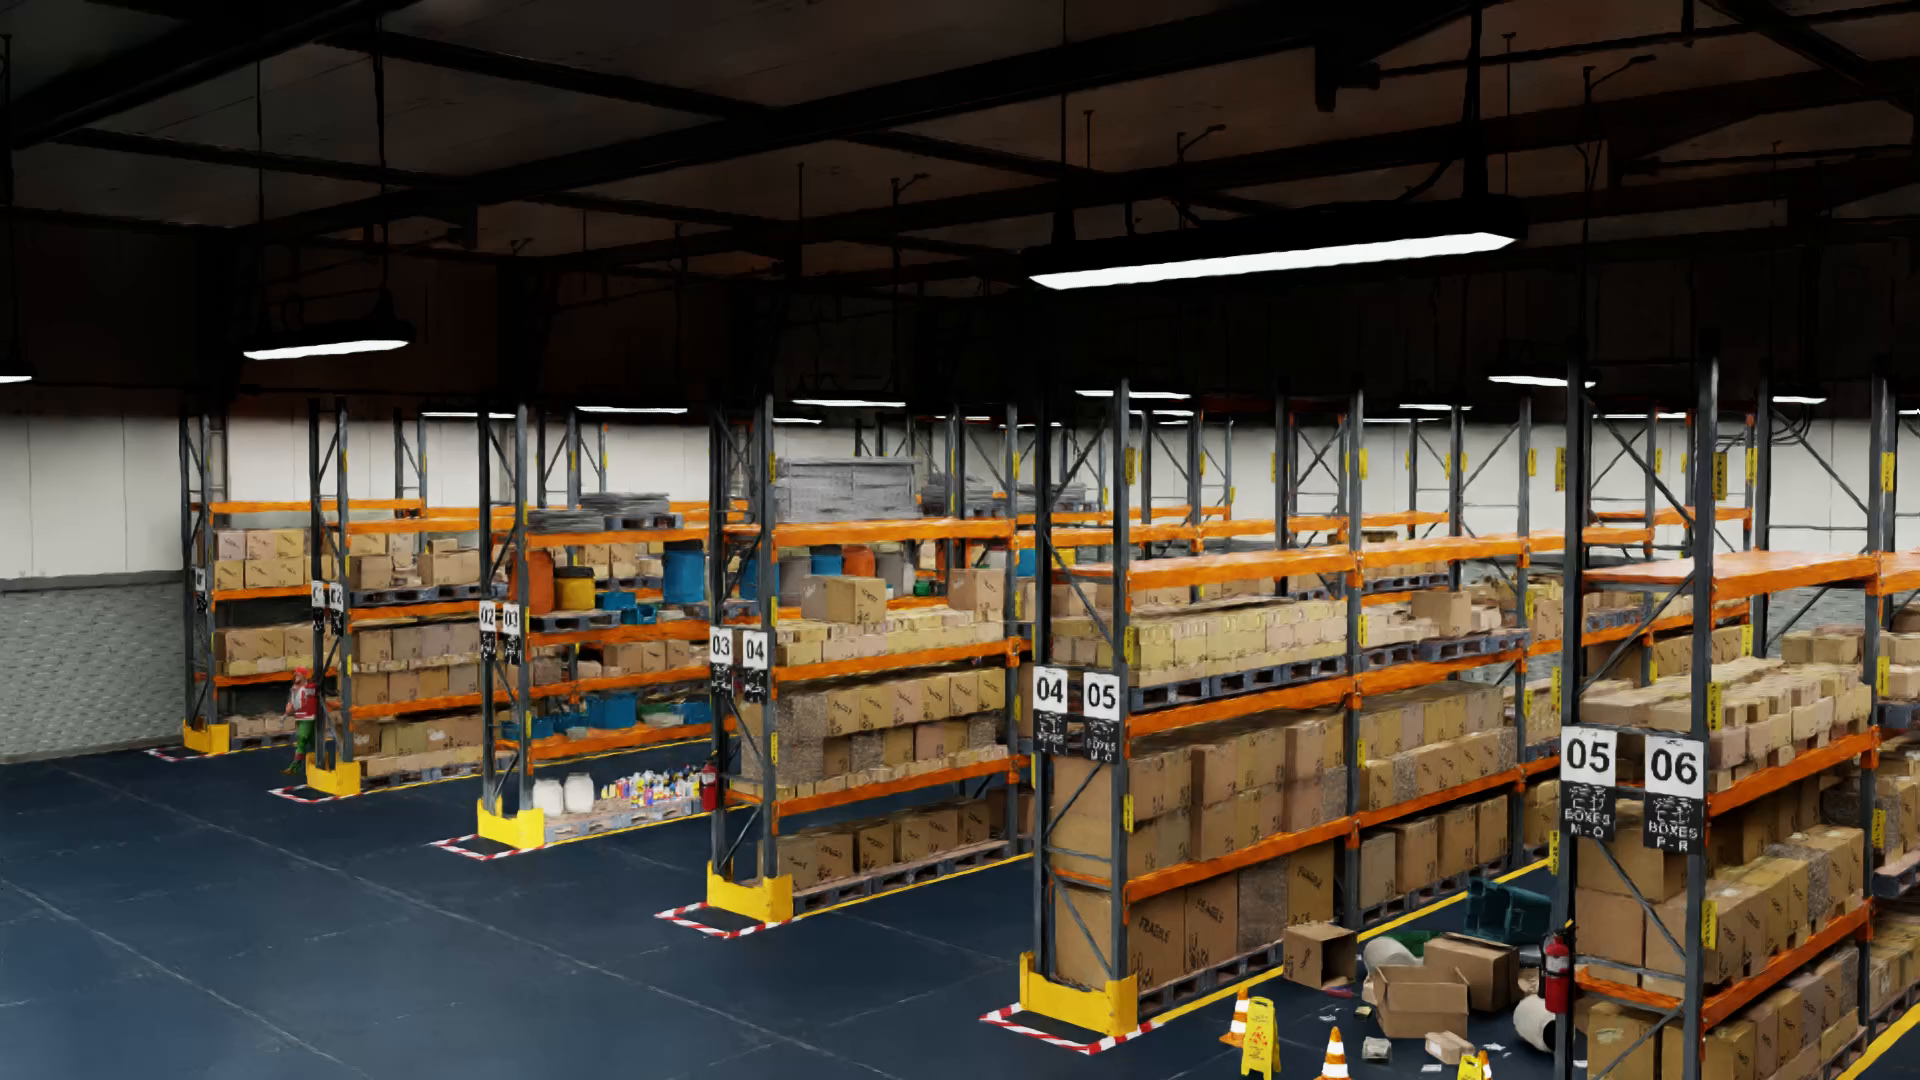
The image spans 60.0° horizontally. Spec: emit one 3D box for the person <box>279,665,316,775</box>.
[{"bbox_3d":[-10.611,2.877,26.791,0.528,1.727,1.030,2,4,36],"label":"person"}]
